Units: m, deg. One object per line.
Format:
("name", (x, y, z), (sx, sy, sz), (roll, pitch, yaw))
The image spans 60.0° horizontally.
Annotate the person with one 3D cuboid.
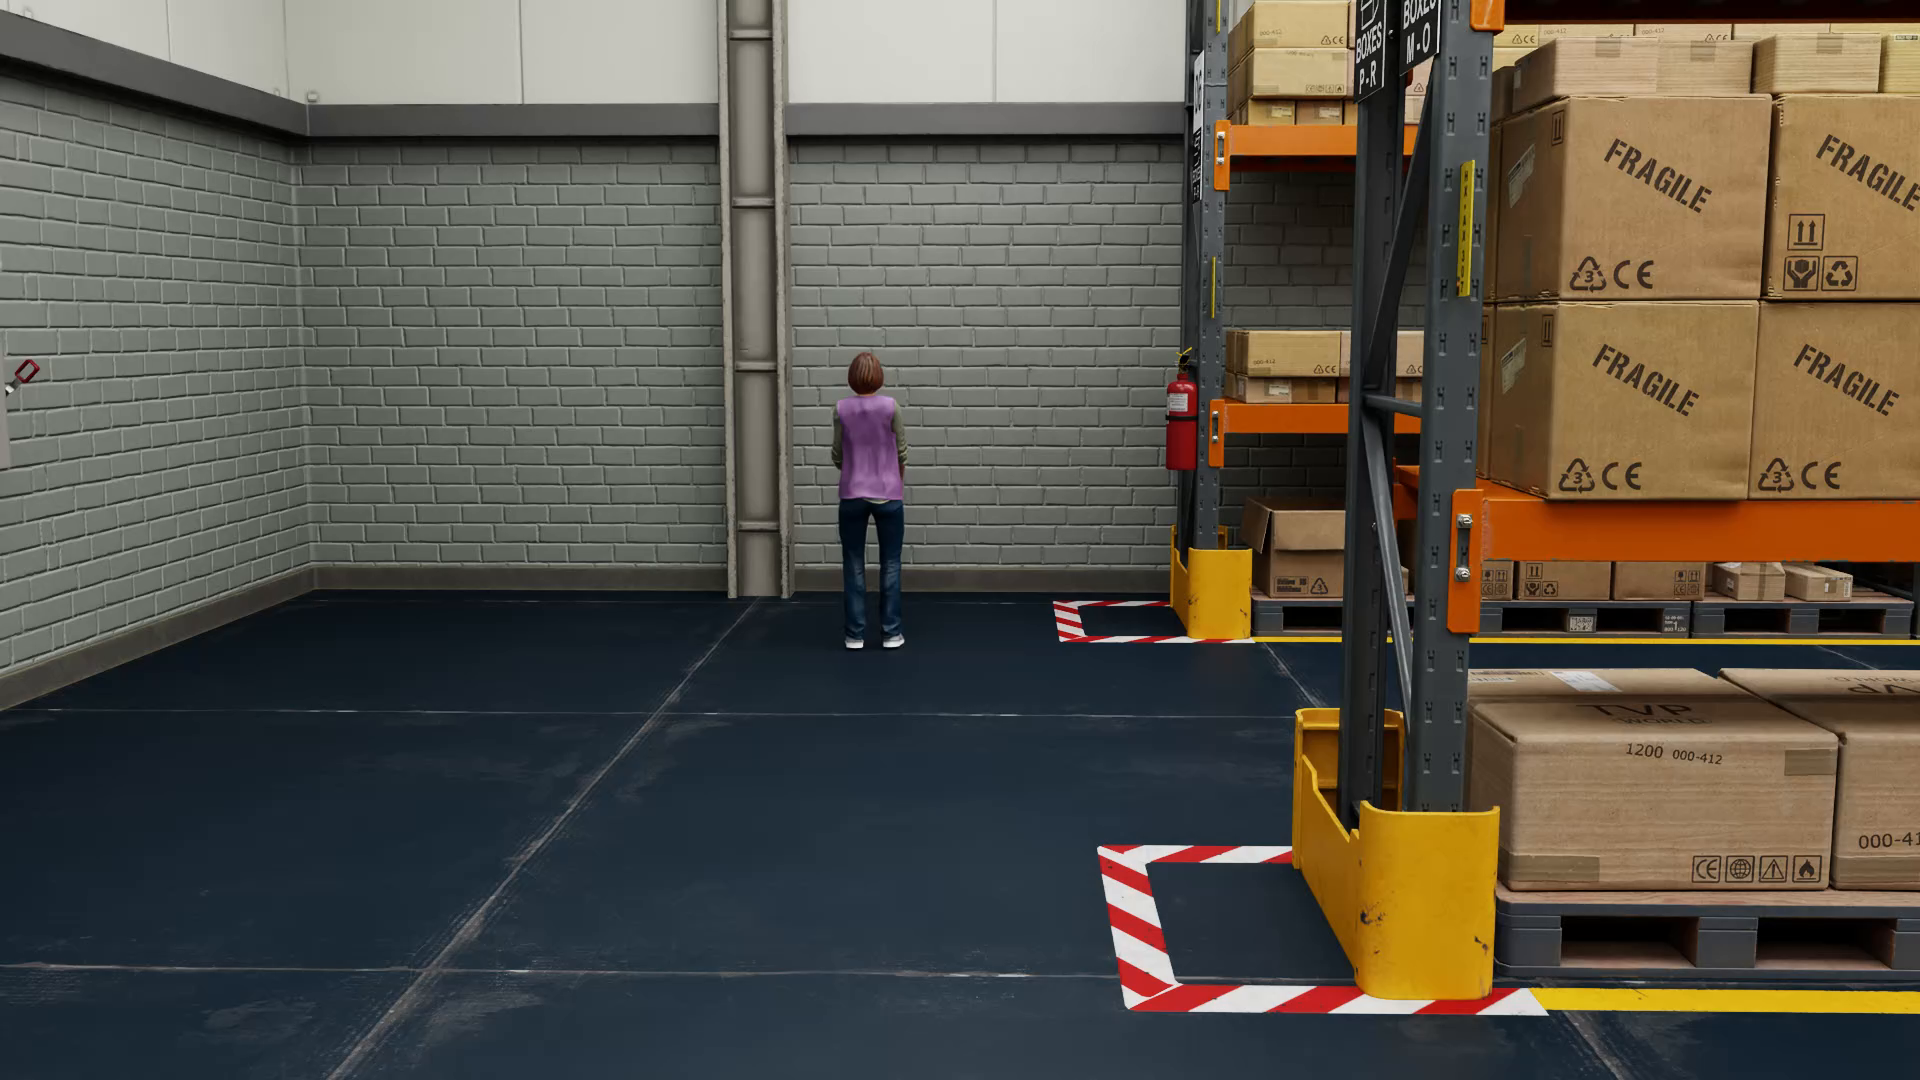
("person", (-0.511, -0.219, 8.963), (0.470, 1.600, 0.404), (-1, 7, -6))
